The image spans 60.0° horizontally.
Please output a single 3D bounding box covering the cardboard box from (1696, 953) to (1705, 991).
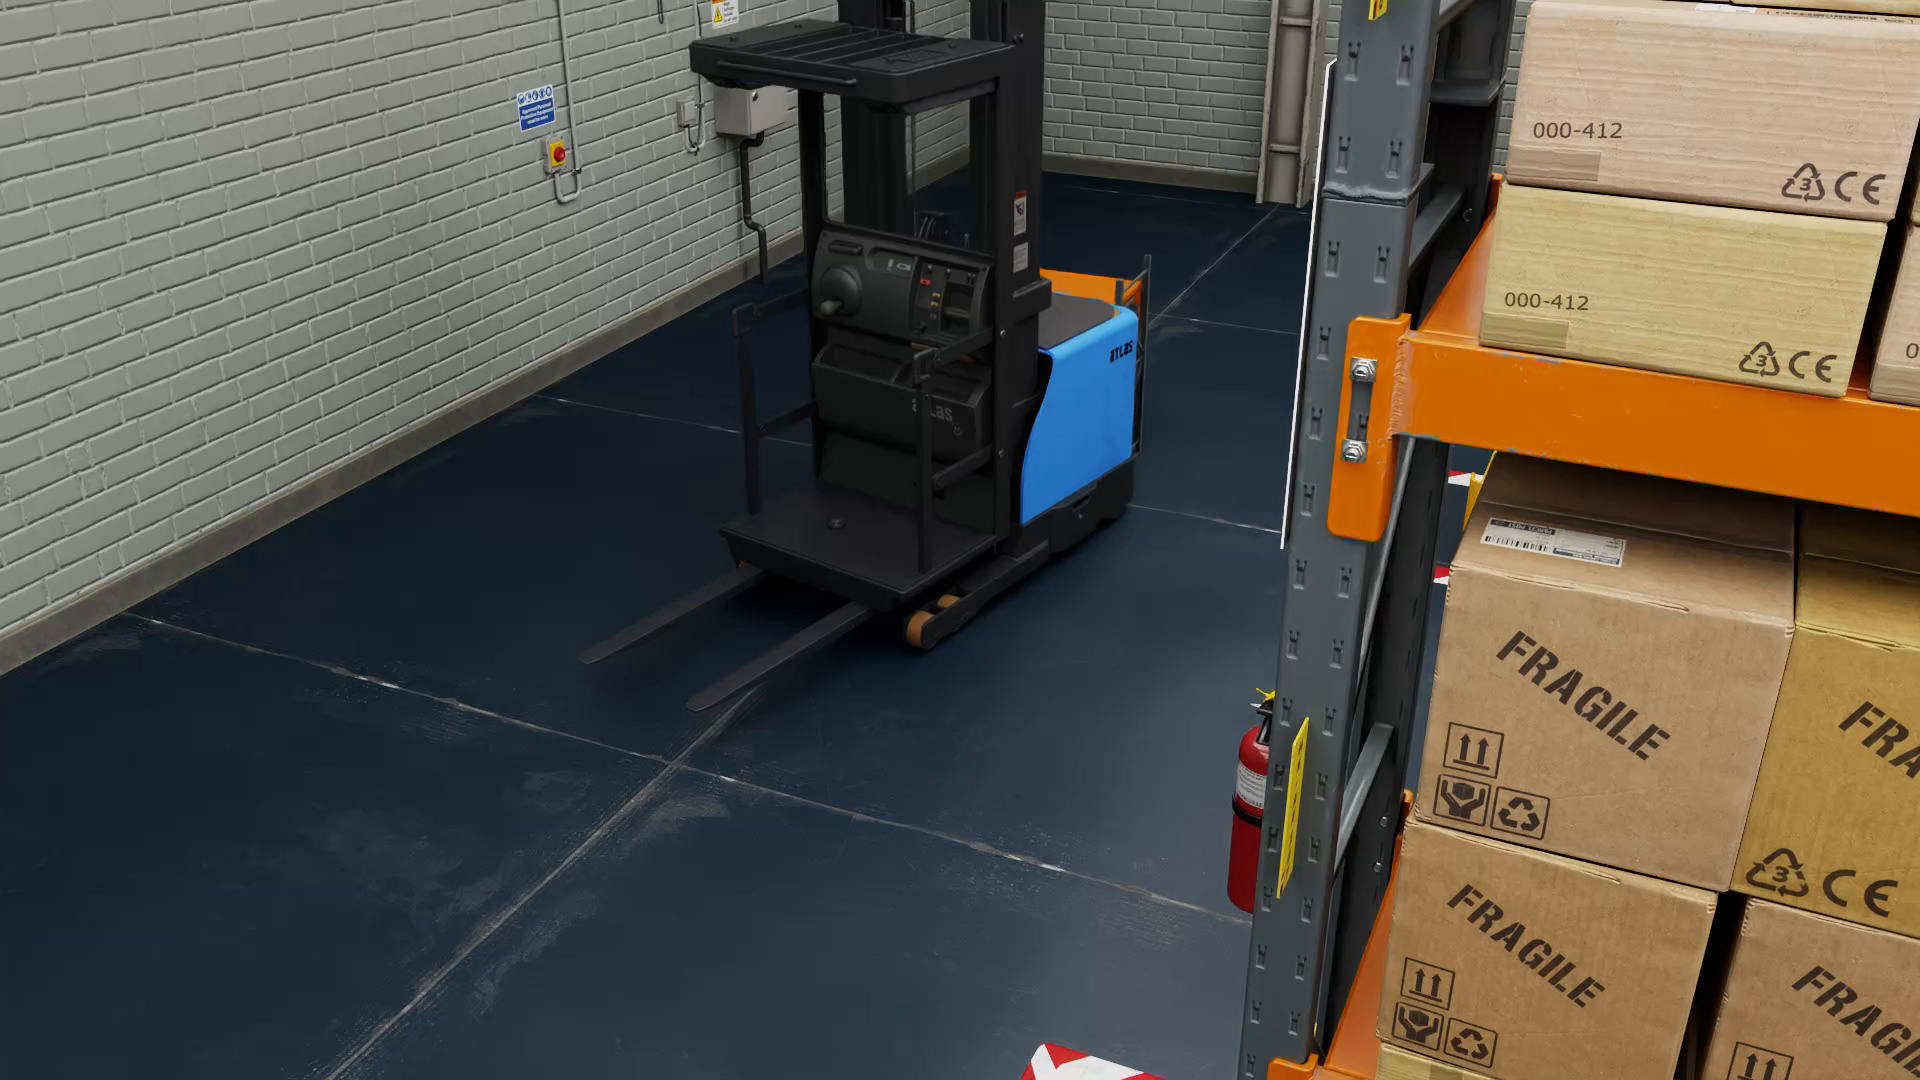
[{"bbox_3d":[1.668,0.800,3.513,0.250,0.149,0.380,11,28,21],"label":"cardboard box"}]

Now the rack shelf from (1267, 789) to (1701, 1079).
[{"bbox_3d":[2.629,1.330,2.968,4.000,0.370,1.077,11,28,22],"label":"rack shelf"}]

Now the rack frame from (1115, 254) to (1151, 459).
[{"bbox_3d":[0.894,-0.896,8.796,0.032,1.125,0.500,11,28,21],"label":"rack frame"}]

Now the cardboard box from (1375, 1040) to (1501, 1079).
[{"bbox_3d":[0.968,0.945,3.219,0.250,0.149,0.380,11,28,21],"label":"cardboard box"}]

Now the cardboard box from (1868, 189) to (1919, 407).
[{"bbox_3d":[1.589,-0.354,2.348,0.500,0.250,0.500,12,29,23],"label":"cardboard box"}]

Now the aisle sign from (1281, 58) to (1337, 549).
[{"bbox_3d":[0.618,-0.418,2.760,0.004,0.787,0.394,11,28,22],"label":"aisle sign"}]

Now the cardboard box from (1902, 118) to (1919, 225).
[{"bbox_3d":[1.576,-0.582,2.244,0.500,0.250,0.500,11,28,21],"label":"cardboard box"}]

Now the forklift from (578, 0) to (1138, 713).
[{"bbox_3d":[-0.392,-1.079,7.124,1.130,2.935,3.031,18,31,32],"label":"forklift"}]

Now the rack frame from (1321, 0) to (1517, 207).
[{"bbox_3d":[0.809,-2.050,2.227,0.127,3.000,1.000,11,28,22],"label":"rack frame"}]

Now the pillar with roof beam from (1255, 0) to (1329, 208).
[{"bbox_3d":[0.954,-5.180,8.583,0.400,9.000,9.100,11,28,22],"label":"pillar with roof beam"}]

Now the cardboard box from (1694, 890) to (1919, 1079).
[{"bbox_3d":[1.601,0.744,2.894,0.500,0.500,0.500,11,28,22],"label":"cardboard box"}]

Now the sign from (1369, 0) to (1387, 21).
[{"bbox_3d":[0.584,-0.878,2.253,0.005,0.325,0.100,11,28,22],"label":"sign"}]

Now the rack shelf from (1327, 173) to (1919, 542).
[{"bbox_3d":[2.629,-0.016,2.305,4.000,0.370,1.077,11,28,22],"label":"rack shelf"}]

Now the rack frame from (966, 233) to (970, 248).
[{"bbox_3d":[-0.037,-1.075,9.161,0.032,1.125,0.500,11,28,21],"label":"rack frame"}]

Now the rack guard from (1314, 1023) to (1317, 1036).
[{"bbox_3d":[0.878,1.777,4.076,0.348,0.500,1.175,11,28,22],"label":"rack guard"}]

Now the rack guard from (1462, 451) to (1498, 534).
[{"bbox_3d":[2.744,-0.251,8.193,0.348,0.500,1.175,11,28,22],"label":"rack guard"}]

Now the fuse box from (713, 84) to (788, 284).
[{"bbox_3d":[-1.375,-2.629,11.653,0.414,1.711,0.539,11,28,22],"label":"fuse box"}]

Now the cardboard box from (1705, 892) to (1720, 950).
[{"bbox_3d":[1.791,0.538,3.312,0.500,0.500,0.500,11,28,21],"label":"cardboard box"}]

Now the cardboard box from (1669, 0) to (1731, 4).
[{"bbox_3d":[1.009,-0.890,2.417,0.250,0.149,0.380,11,28,21],"label":"cardboard box"}]

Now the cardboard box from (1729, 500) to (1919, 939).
[{"bbox_3d":[1.569,0.293,2.677,0.500,0.500,0.500,12,29,23],"label":"cardboard box"}]

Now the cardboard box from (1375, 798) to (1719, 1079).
[{"bbox_3d":[1.103,0.656,3.072,0.500,0.500,0.500,13,29,24],"label":"cardboard box"}]

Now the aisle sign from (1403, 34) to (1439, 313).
[{"bbox_3d":[0.866,-0.659,3.250,0.004,0.787,0.394,11,28,22],"label":"aisle sign"}]

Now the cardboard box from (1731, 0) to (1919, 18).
[{"bbox_3d":[1.234,-0.836,2.308,0.250,0.149,0.380,13,29,24],"label":"cardboard box"}]

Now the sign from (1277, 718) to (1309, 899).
[{"bbox_3d":[0.584,0.471,2.917,0.005,0.325,0.100,11,28,22],"label":"sign"}]

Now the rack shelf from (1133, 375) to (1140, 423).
[{"bbox_3d":[0.429,-0.766,9.086,1.000,0.278,0.538,11,28,21],"label":"rack shelf"}]

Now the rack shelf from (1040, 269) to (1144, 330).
[{"bbox_3d":[0.429,-1.248,8.849,1.000,0.278,0.538,11,28,21],"label":"rack shelf"}]

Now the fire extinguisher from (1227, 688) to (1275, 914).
[{"bbox_3d":[0.770,0.612,4.122,0.183,0.674,0.296,11,28,22],"label":"fire extinguisher"}]

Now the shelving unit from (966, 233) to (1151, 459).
[{"bbox_3d":[0.429,-0.986,8.978,1.048,1.125,0.538,11,28,21],"label":"shelving unit"}]

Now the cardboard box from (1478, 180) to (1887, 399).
[{"bbox_3d":[1.112,-0.452,2.547,0.500,0.250,0.500,12,29,24],"label":"cardboard box"}]

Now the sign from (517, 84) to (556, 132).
[{"bbox_3d":[-2.453,-2.502,9.630,0.001,0.218,0.327,11,28,22],"label":"sign"}]

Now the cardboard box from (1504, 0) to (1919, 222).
[{"bbox_3d":[1.110,-0.675,2.433,0.500,0.250,0.500,12,29,23],"label":"cardboard box"}]

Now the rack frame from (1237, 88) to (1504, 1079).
[{"bbox_3d":[0.809,0.641,3.552,0.127,3.000,1.000,11,28,22],"label":"rack frame"}]

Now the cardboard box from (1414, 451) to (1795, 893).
[{"bbox_3d":[1.108,0.203,2.860,0.500,0.500,0.500,11,28,21],"label":"cardboard box"}]

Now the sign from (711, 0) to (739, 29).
[{"bbox_3d":[-1.586,-3.593,11.218,0.001,0.242,0.339,11,28,22],"label":"sign"}]

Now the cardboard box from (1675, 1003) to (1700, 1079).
[{"bbox_3d":[1.439,1.046,3.015,0.250,0.149,0.380,11,28,20],"label":"cardboard box"}]

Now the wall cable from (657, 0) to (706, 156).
[{"bbox_3d":[-1.800,-3.417,10.645,0.122,1.984,0.588,11,28,22],"label":"wall cable"}]

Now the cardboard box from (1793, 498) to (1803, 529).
[{"bbox_3d":[1.328,-0.002,3.276,0.500,0.500,0.500,11,28,21],"label":"cardboard box"}]

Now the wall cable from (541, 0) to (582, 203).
[{"bbox_3d":[-2.377,-2.859,9.475,0.123,1.953,0.585,11,28,22],"label":"wall cable"}]
